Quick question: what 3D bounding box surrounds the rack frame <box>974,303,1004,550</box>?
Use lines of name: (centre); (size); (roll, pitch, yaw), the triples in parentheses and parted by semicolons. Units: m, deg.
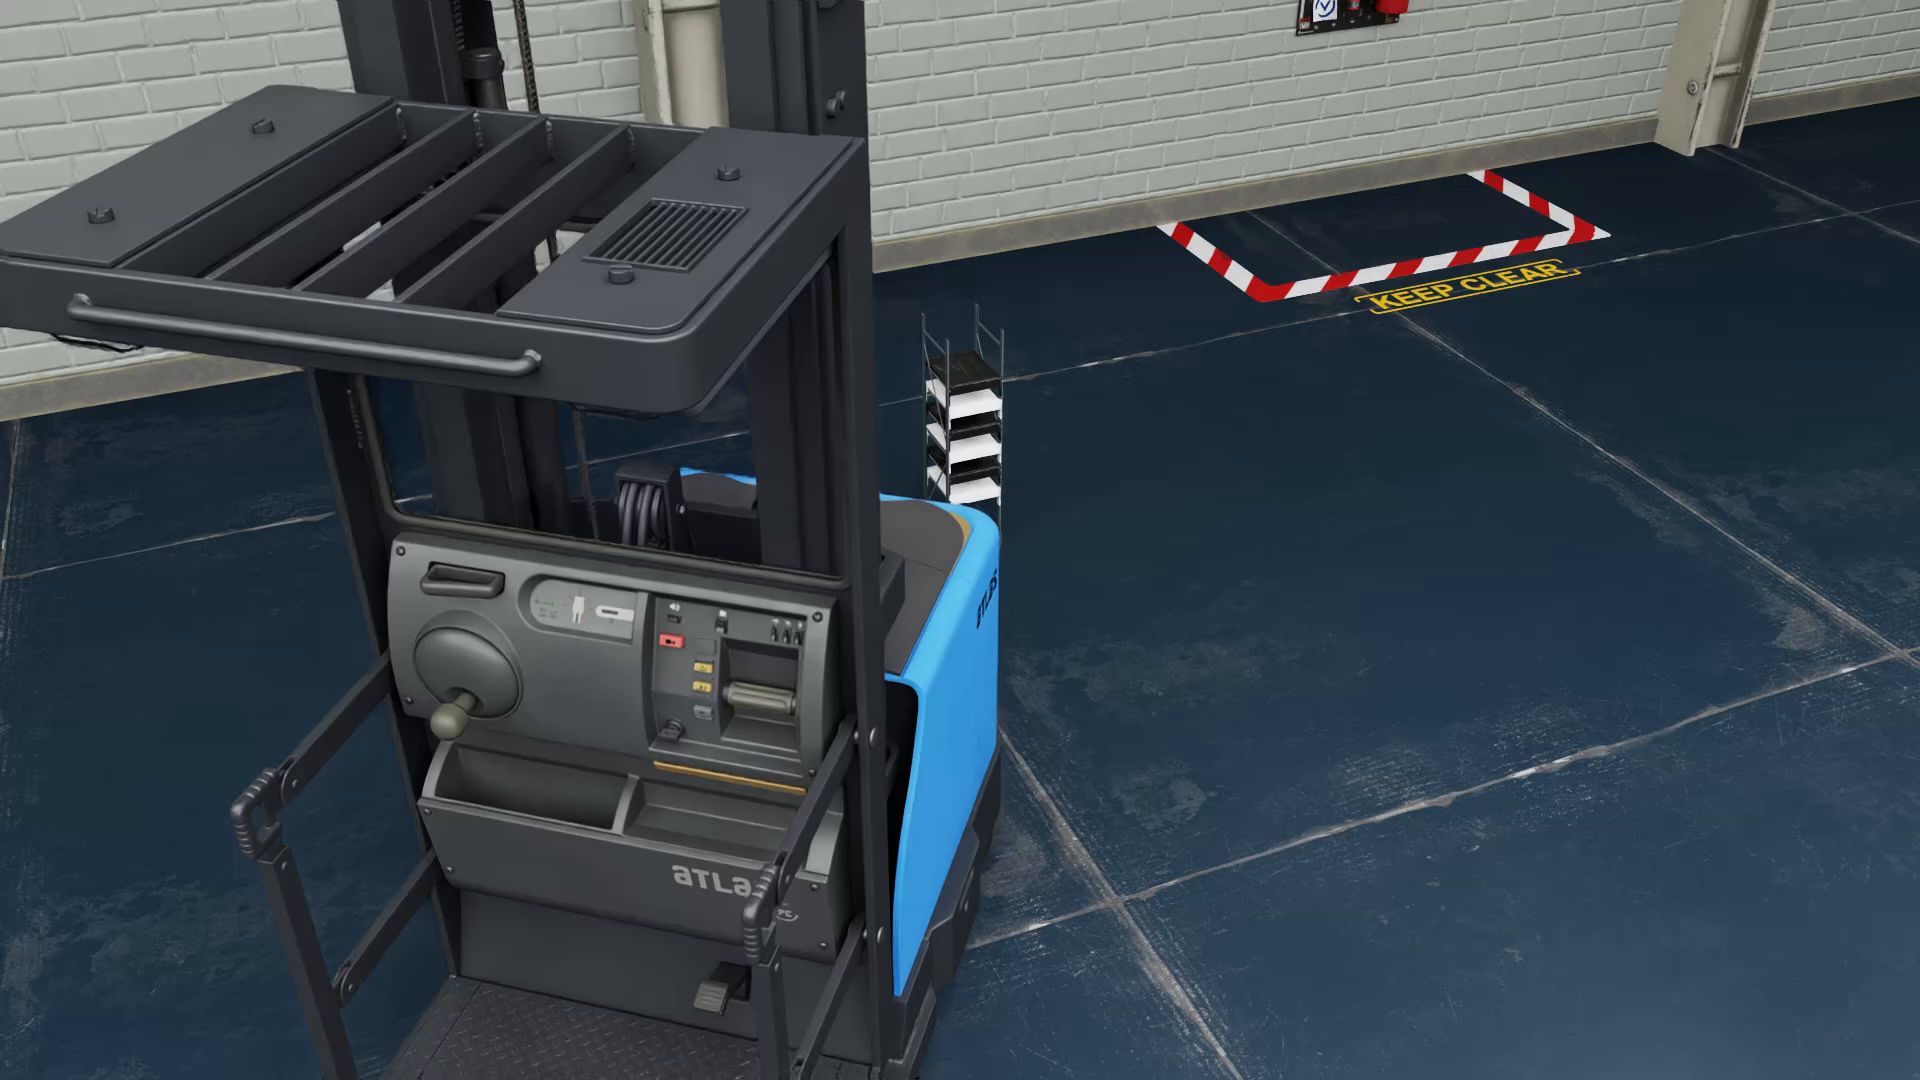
rack frame: (0.101, -0.400, 6.040); (0.006, 0.900, 0.240); (-13, 35, -19)

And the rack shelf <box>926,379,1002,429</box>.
rack shelf: (0.007, -0.502, 5.927); (0.200, 0.077, 0.258); (-13, 35, -19)

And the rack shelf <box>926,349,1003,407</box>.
rack shelf: (0.007, -0.577, 5.878); (0.200, 0.077, 0.258); (-13, 35, -19)

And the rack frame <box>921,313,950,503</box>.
rack frame: (-0.086, -0.357, 5.974); (0.006, 0.900, 0.240); (-13, 35, -19)

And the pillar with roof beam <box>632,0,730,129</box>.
pillar with roof beam: (0.492, -2.695, 2.140); (0.400, 9.000, 9.100); (-13, 35, -19)

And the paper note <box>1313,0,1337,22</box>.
paper note: (1.874, -2.737, 8.514); (0.142, 0.148, 0.016); (-13, 35, -19)

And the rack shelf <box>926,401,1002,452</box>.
rack shelf: (0.007, -0.426, 5.976); (0.200, 0.077, 0.258); (-13, 35, -19)

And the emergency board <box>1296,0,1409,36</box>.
emergency board: (2.064, -3.109, 8.278); (0.643, 1.169, 0.194); (-13, 35, -19)

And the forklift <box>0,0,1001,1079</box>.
forklift: (-0.754, 0.297, 3.106); (1.130, 2.935, 3.031); (8, 34, 12)

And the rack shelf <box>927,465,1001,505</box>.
rack shelf: (0.007, -0.200, 6.124); (0.200, 0.077, 0.258); (-13, 35, -19)

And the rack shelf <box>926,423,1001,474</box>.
rack shelf: (0.007, -0.351, 6.025); (0.200, 0.077, 0.258); (-13, 35, -19)

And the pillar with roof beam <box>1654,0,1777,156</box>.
pillar with roof beam: (6.024, -3.961, 4.087); (0.400, 9.000, 9.100); (-13, 35, -19)

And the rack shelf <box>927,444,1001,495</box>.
rack shelf: (0.007, -0.276, 6.074); (0.200, 0.077, 0.258); (-13, 35, -19)

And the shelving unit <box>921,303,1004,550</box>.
shelving unit: (0.007, -0.379, 6.007); (0.210, 0.900, 0.258); (-13, 35, -19)
